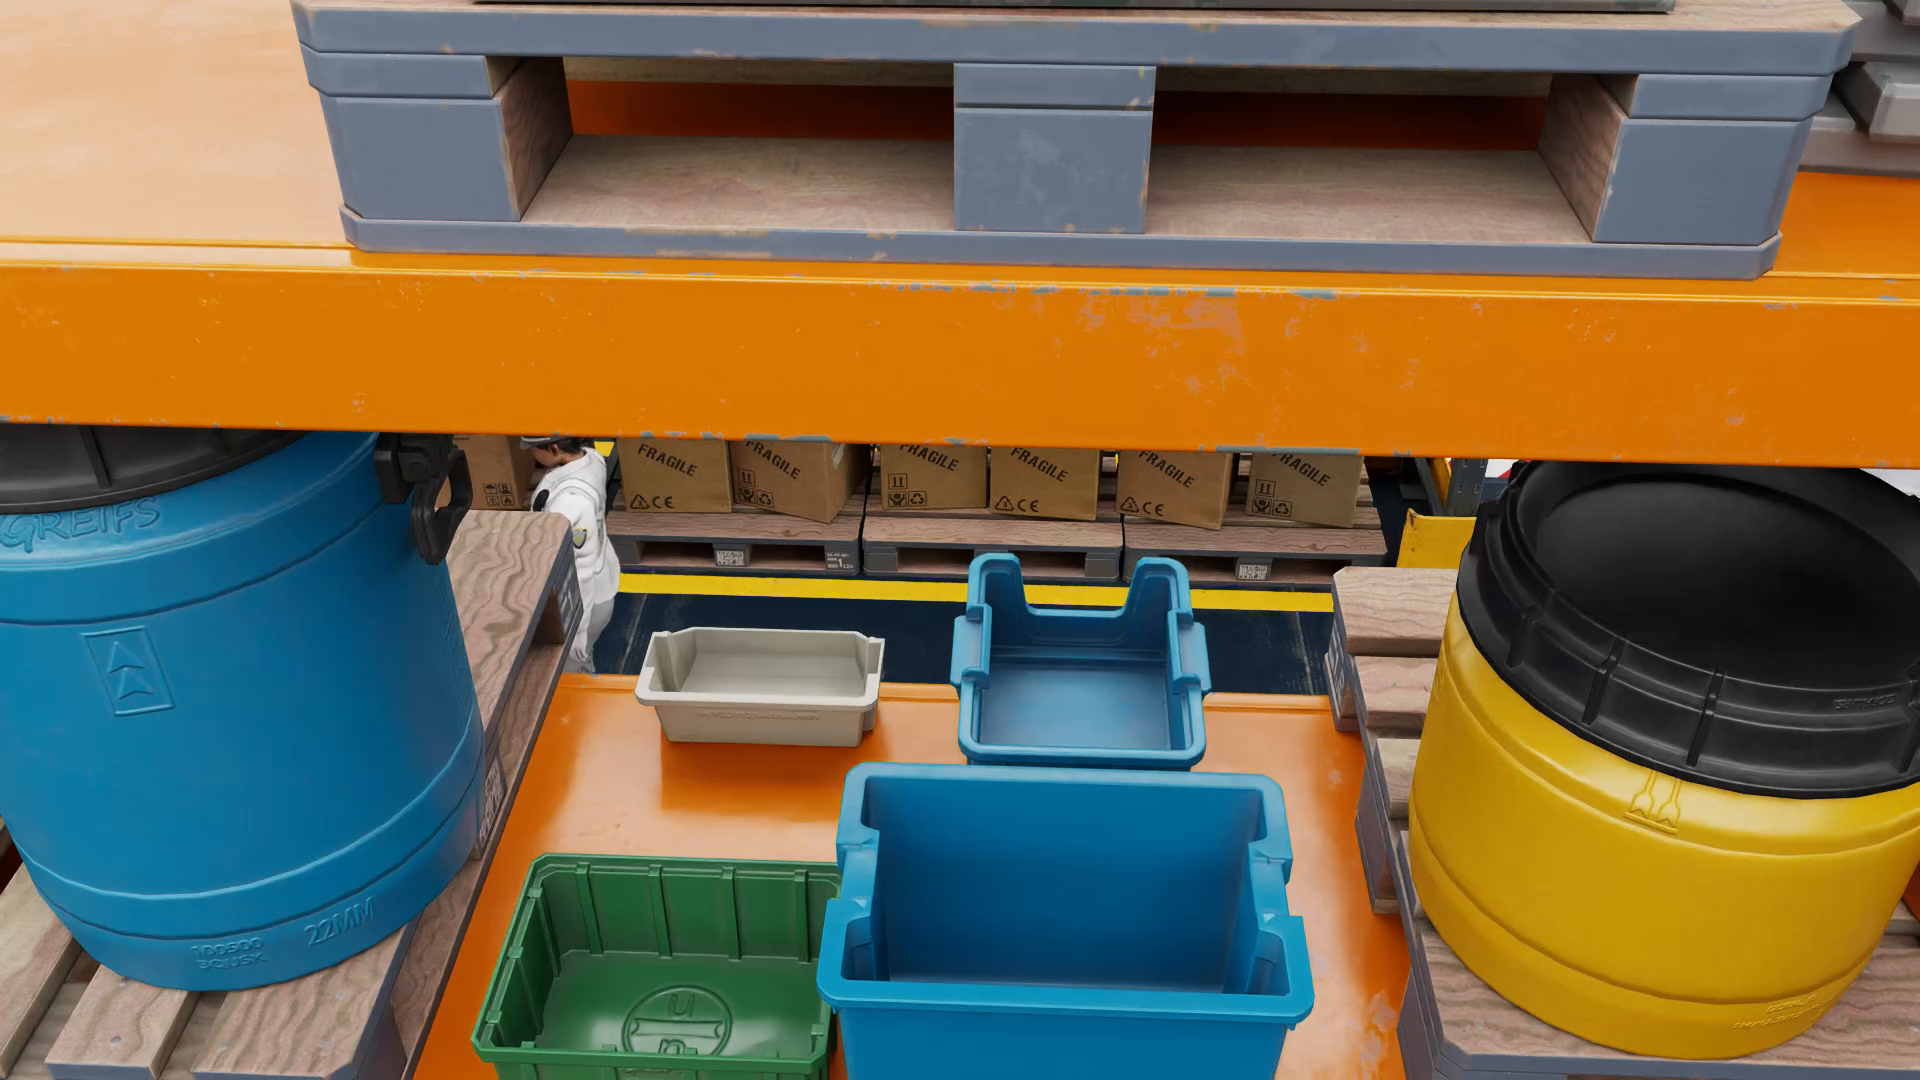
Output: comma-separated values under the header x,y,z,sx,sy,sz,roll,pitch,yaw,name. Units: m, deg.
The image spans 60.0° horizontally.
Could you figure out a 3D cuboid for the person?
x,y,z,sx,sy,sz,roll,pitch,yaw,name
-1.491,0.210,6.320,0.620,1.652,0.514,-3,36,-4,person
